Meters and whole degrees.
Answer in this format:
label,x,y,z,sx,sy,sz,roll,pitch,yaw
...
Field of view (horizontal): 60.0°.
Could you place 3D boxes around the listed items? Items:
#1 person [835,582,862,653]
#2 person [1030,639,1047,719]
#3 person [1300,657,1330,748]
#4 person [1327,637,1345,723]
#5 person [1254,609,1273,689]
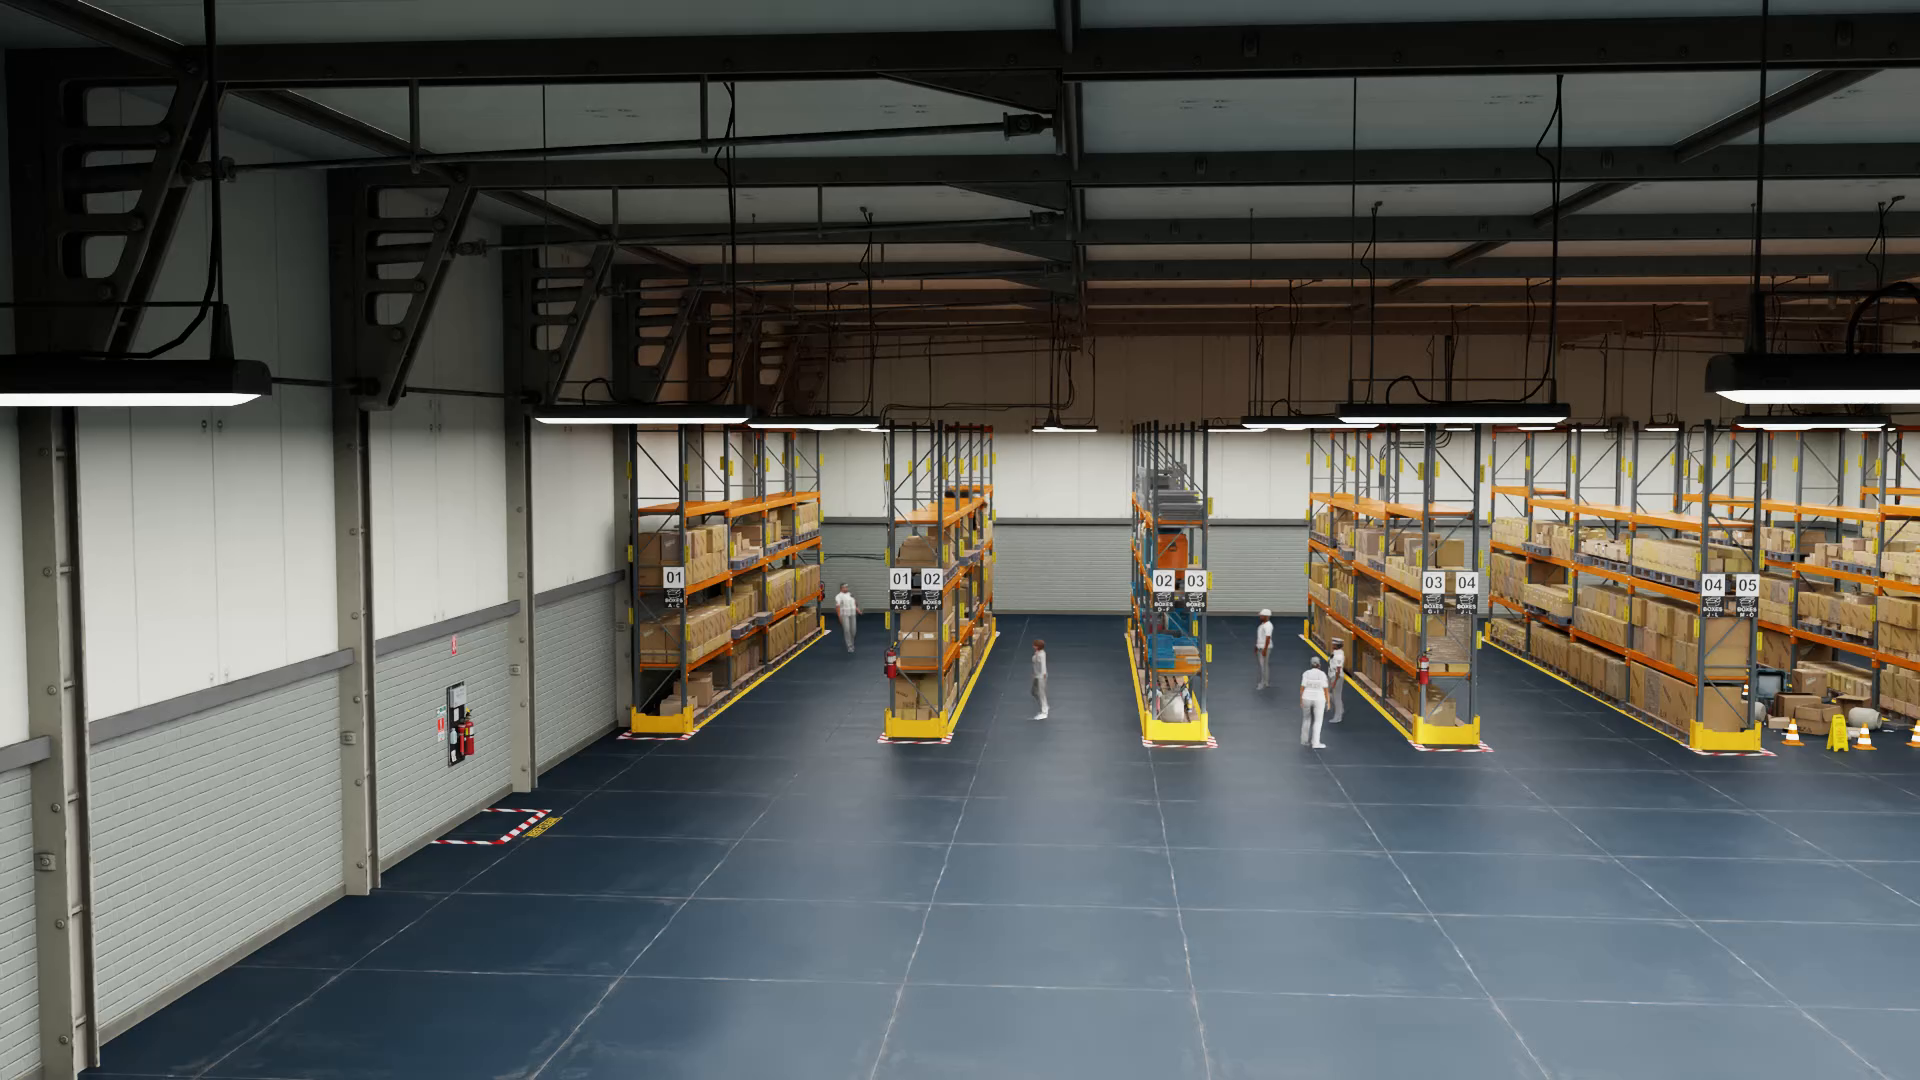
label,x,y,z,sx,sy,sz,roll,pitch,yaw
person,-2.858,1.986,43.095,0.584,1.780,0.780,-2,4,-33
person,1.615,2.786,33.532,0.363,1.603,0.491,-1,4,-13
person,6.515,2.989,30.485,0.560,1.695,0.456,2,4,35
person,7.532,2.781,33.228,0.418,1.678,0.543,0,4,-4
person,6.856,2.465,37.642,0.498,1.799,0.588,-1,4,-14
